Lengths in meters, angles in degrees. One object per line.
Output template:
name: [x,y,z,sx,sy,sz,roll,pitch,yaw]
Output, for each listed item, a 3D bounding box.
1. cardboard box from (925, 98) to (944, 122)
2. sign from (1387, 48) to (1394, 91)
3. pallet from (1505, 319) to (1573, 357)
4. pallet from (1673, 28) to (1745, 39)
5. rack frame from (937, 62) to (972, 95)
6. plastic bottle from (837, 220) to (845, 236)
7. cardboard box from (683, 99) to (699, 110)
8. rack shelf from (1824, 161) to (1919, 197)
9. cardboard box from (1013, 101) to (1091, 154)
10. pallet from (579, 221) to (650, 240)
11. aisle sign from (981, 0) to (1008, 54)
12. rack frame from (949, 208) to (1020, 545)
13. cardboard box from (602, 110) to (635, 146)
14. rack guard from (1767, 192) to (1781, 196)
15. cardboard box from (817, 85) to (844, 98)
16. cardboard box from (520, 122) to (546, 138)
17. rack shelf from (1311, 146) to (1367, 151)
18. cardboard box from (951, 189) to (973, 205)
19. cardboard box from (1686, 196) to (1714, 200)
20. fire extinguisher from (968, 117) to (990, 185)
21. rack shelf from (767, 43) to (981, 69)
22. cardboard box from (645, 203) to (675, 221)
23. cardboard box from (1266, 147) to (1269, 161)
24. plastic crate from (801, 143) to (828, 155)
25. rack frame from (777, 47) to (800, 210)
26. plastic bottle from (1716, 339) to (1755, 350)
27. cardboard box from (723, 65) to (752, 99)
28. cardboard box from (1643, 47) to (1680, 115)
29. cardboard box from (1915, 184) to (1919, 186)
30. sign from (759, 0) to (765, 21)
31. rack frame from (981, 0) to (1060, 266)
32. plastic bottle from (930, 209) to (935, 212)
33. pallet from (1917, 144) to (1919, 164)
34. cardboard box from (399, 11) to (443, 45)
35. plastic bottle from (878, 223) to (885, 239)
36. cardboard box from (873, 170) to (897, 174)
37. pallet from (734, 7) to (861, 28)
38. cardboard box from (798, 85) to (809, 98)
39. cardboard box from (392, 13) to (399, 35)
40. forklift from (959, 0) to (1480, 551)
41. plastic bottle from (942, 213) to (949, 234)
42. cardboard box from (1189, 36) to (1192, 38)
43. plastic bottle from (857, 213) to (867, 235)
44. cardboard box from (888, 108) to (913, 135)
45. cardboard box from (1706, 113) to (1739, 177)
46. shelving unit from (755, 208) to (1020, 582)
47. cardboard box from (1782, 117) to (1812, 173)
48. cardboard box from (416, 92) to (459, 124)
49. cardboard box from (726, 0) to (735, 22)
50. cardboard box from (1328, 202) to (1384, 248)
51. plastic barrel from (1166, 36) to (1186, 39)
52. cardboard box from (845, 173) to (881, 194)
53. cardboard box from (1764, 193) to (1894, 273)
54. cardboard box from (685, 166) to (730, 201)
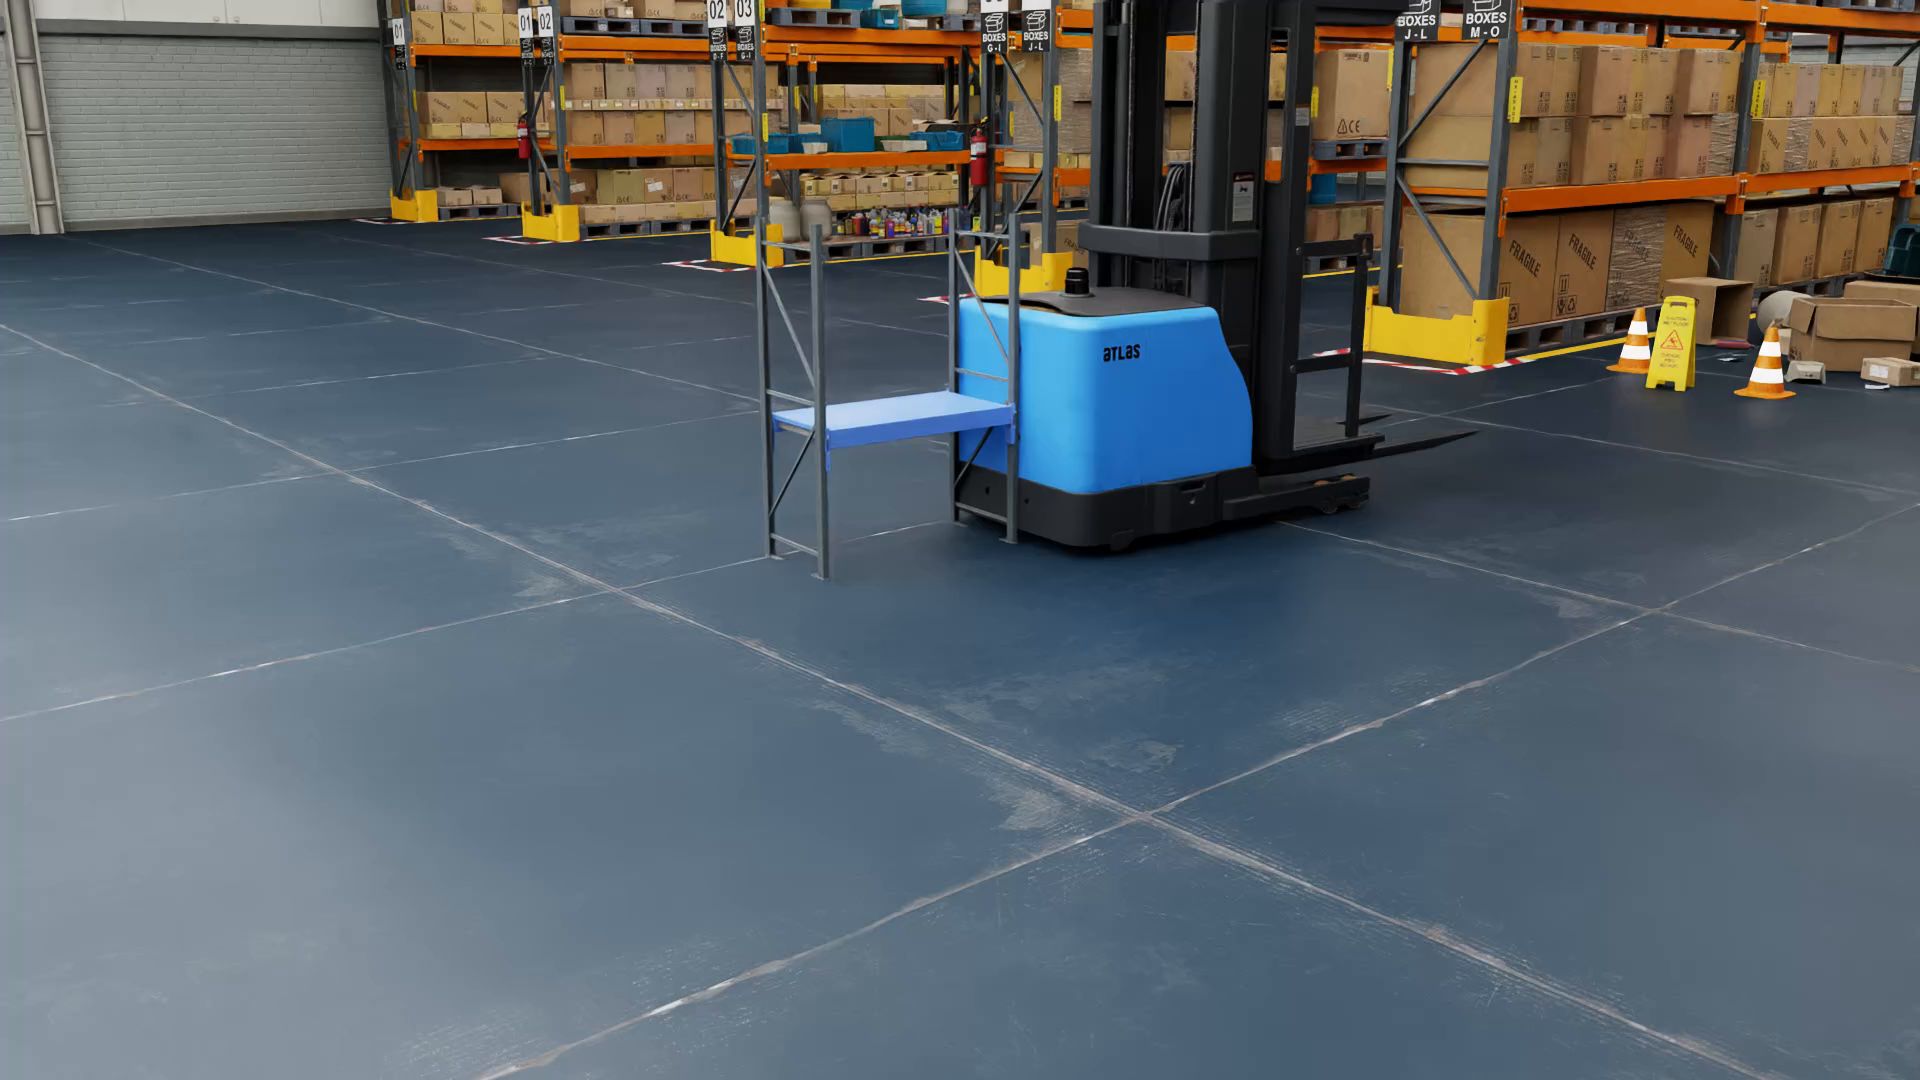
cardboard box: [-0.680,-8.817,34.138,0.500,0.500,0.500,-12,19,-39]
sign: [3.417,-3.704,13.103,0.005,0.325,0.100,-13,19,-39]
pallet: [4.314,-1.726,13.803,1.213,0.211,1.003,-13,19,-39]
pallet: [11.179,-7.687,25.074,1.213,0.211,1.003,-13,19,-39]
rack frame: [-0.119,-8.831,34.999,0.127,3.000,1.000,-13,19,-39]
plastic bottle: [-1.571,-4.127,21.956,0.097,0.201,0.097,0,15,0]
cardboard box: [-4.121,-6.526,24.917,0.250,0.149,0.380,-12,19,-38]
rack shelf: [11.306,-4.269,19.314,4.000,0.370,1.077,-13,19,-39]
cardboard box: [1.016,-4.185,16.835,0.500,0.500,0.875,-13,19,-39]
pallet: [-5.368,-4.625,24.656,1.213,0.211,1.003,-13,19,-39]
aisle sign: [0.339,-5.209,16.402,0.004,0.787,0.394,-13,19,-39]
rack frame: [0.106,-0.755,7.669,0.032,1.500,0.500,-11,18,-35]
cardboard box: [-5.164,-6.049,24.391,0.500,0.500,0.700,-12,19,-38]
rack guard: [12.671,-5.412,27.043,0.348,0.500,1.175,-13,19,-39]
cardboard box: [-2.603,-8.749,32.430,0.500,0.250,0.500,-12,19,-38]
cardboard box: [-7.442,-7.017,28.461,0.500,0.250,0.500,-12,19,-39]
rack shelf: [4.875,-6.216,26.603,4.000,0.370,1.077,-13,19,-39]
cardboard box: [-0.119,-5.928,28.643,0.500,0.250,0.500,-12,19,-38]
cardboard box: [10.865,-5.363,25.319,0.875,0.875,0.875,-13,19,-39]
fire extinguisher: [0.194,-3.938,16.831,0.183,0.674,0.296,-13,19,-39]
rack shelf: [-1.391,-7.953,27.291,4.000,0.370,1.077,-13,19,-39]
cardboard box: [-4.614,-4.927,24.895,0.500,0.250,0.500,-13,19,-39]
cardboard box: [3.208,-4.297,18.510,0.250,0.149,0.380,-13,19,-39]
plastic crate: [-1.782,-4.831,20.535,0.250,0.136,0.298,-13,19,-39]
rack frame: [-2.900,-6.512,26.317,0.127,3.000,1.000,-13,19,-39]
plastic bottle: [6.356,-1.598,13.616,0.283,0.061,0.133,8,17,28]
cardboard box: [-3.611,-7.025,25.529,0.500,0.500,0.700,-13,20,-39]
cardboard box: [5.643,-3.958,14.372,0.550,0.550,0.875,-13,19,-39]
cardboard box: [11.684,-4.148,20.045,0.500,0.250,0.500,-12,19,-38]
sign: [-2.311,-6.215,19.376,0.005,0.325,0.100,-13,19,-39]
rack frame: [0.583,-3.905,16.558,0.127,3.000,1.000,-13,19,-39]
plastic bottle: [-0.405,-4.415,22.892,0.135,0.276,0.152,-12,19,-37]
pallet: [10.265,-4.327,18.507,1.003,0.211,1.213,-13,19,-39]
cardboard box: [-8.755,-8.313,27.016,0.500,0.500,0.500,-12,19,-38]
plastic bottle: [-1.018,-3.994,21.460,0.097,0.201,0.097,0,15,0]
cardboard box: [-1.247,-6.127,28.303,0.500,0.311,0.500,-13,20,-41]
pallet: [-1.980,-6.349,20.258,1.213,0.211,1.003,-13,19,-39]
cardboard box: [-2.965,-8.845,32.788,0.500,0.250,0.500,-12,19,-38]
cardboard box: [-9.023,-8.425,27.435,0.500,0.500,0.500,-11,18,-35]
forklift: [1.442,-1.644,8.225,3.031,2.935,1.130,-11,18,-35]
plastic bottle: [-0.188,-4.214,22.124,0.133,0.283,0.061,-11,19,-36]
cardboard box: [4.041,-9.605,31.404,0.500,0.250,0.500,-13,19,-39]
plastic bottle: [-1.292,-4.183,22.008,0.133,0.283,0.061,-13,19,-39]
cardboard box: [-1.137,-6.951,27.765,0.500,0.500,0.500,-14,20,-42]
cardboard box: [6.510,-3.608,15.154,0.550,0.550,0.875,-13,19,-39]
shelving unit: [-0.305,-0.677,7.380,1.048,1.500,0.538,-11,18,-35]
cardboard box: [7.734,-3.771,15.861,0.500,0.500,0.500,-12,19,-39]
cardboard box: [-8.614,-7.120,27.392,0.500,0.500,0.500,-13,19,-39]
cardboard box: [-3.453,-8.246,25.718,0.500,0.500,0.500,-11,18,-35]
cardboard box: [4.872,-3.860,20.378,0.700,0.500,0.500,14,20,42]
plastic barrel: [3.214,-7.547,24.680,0.294,0.245,0.294,0,15,0]
cardboard box: [-1.654,-5.851,27.269,0.500,0.311,0.500,-14,20,-41]
cardboard box: [9.279,-3.308,17.868,0.750,0.750,1.050,-13,20,-40]
cardboard box: [-3.866,-5.460,25.439,0.500,0.500,0.500,-13,19,-39]
